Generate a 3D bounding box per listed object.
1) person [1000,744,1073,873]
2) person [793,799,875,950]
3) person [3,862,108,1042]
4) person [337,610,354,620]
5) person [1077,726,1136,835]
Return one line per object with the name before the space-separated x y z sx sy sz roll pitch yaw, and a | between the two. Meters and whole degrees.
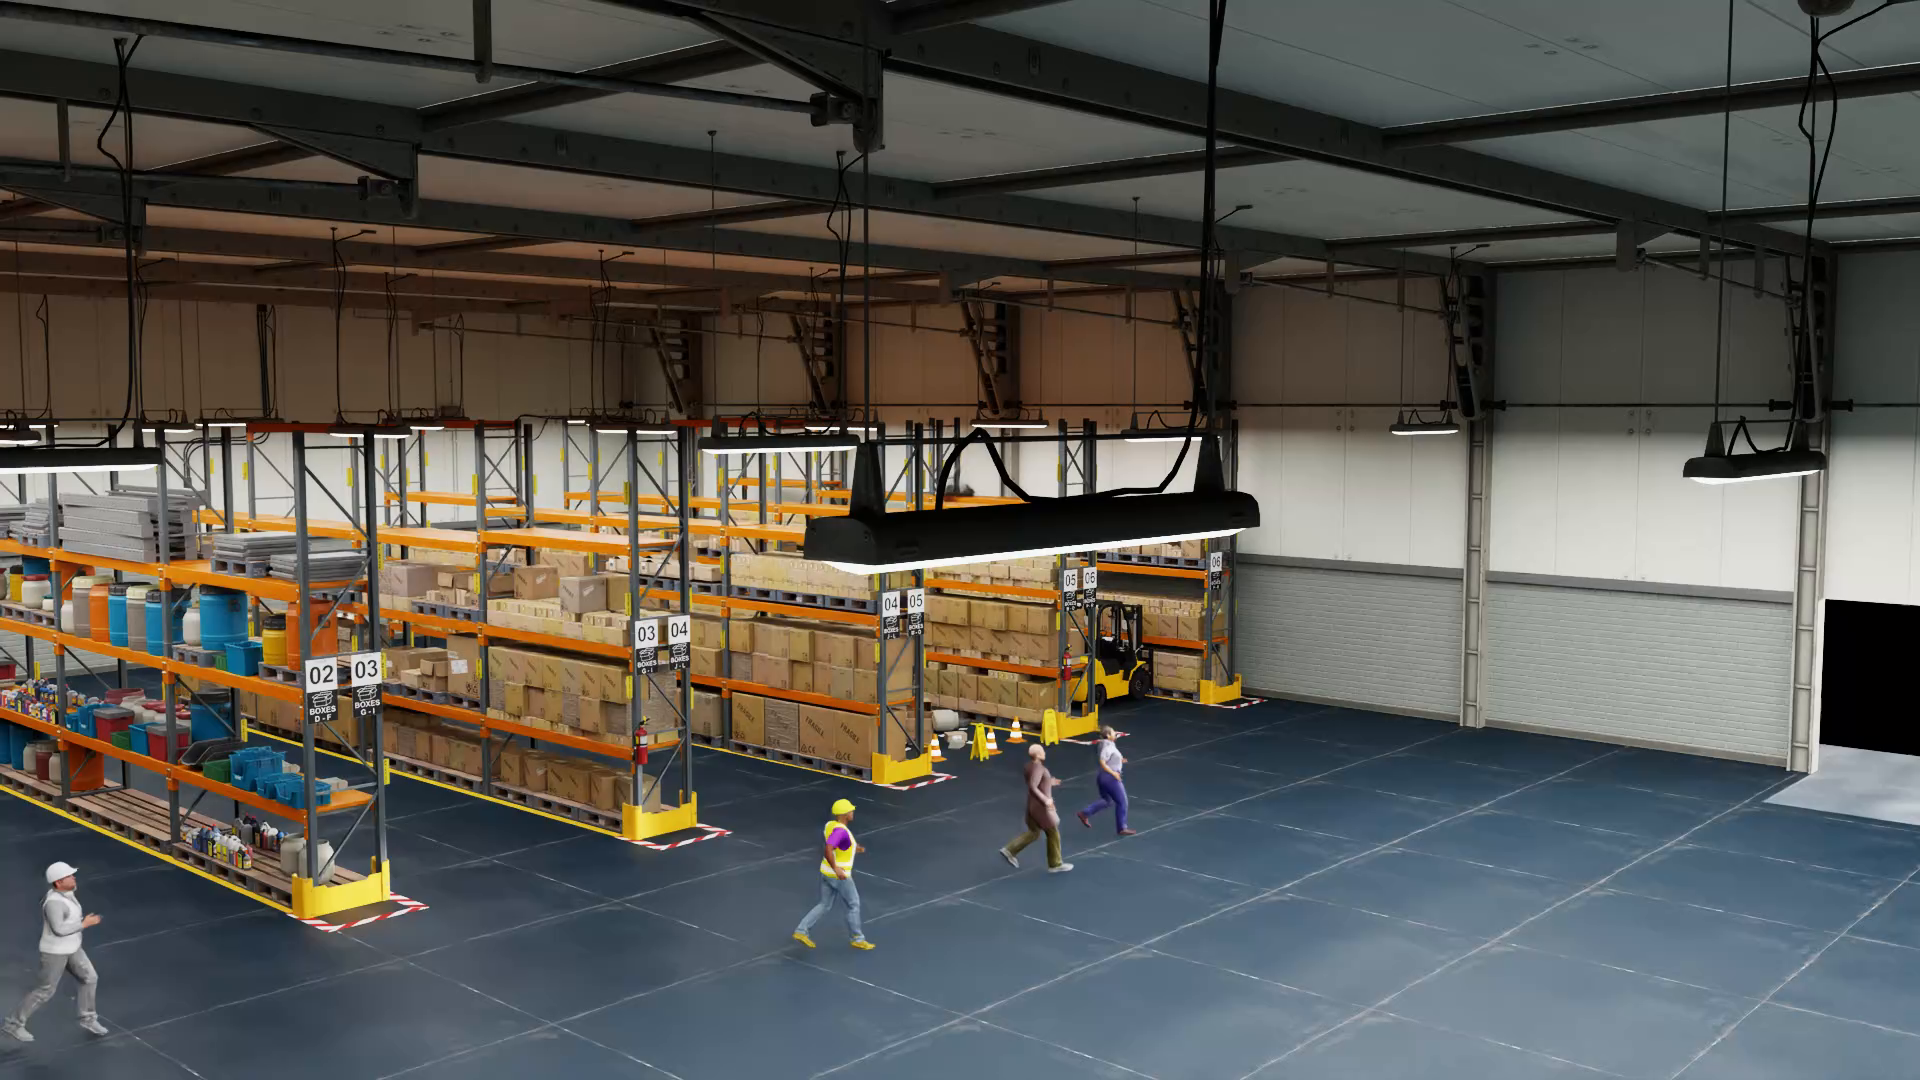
person | 1.044 3.611 22.358 1.021 1.754 0.715 -2 5 -19
person | -1.457 3.878 19.176 0.970 1.775 0.643 -2 5 -26
person | -8.996 4.098 16.525 0.907 1.825 0.664 -1 5 -15
person | -14.139 2.351 38.215 0.770 1.808 0.721 1 5 12
person | 2.172 3.529 24.411 0.843 1.606 0.619 -1 5 -11
